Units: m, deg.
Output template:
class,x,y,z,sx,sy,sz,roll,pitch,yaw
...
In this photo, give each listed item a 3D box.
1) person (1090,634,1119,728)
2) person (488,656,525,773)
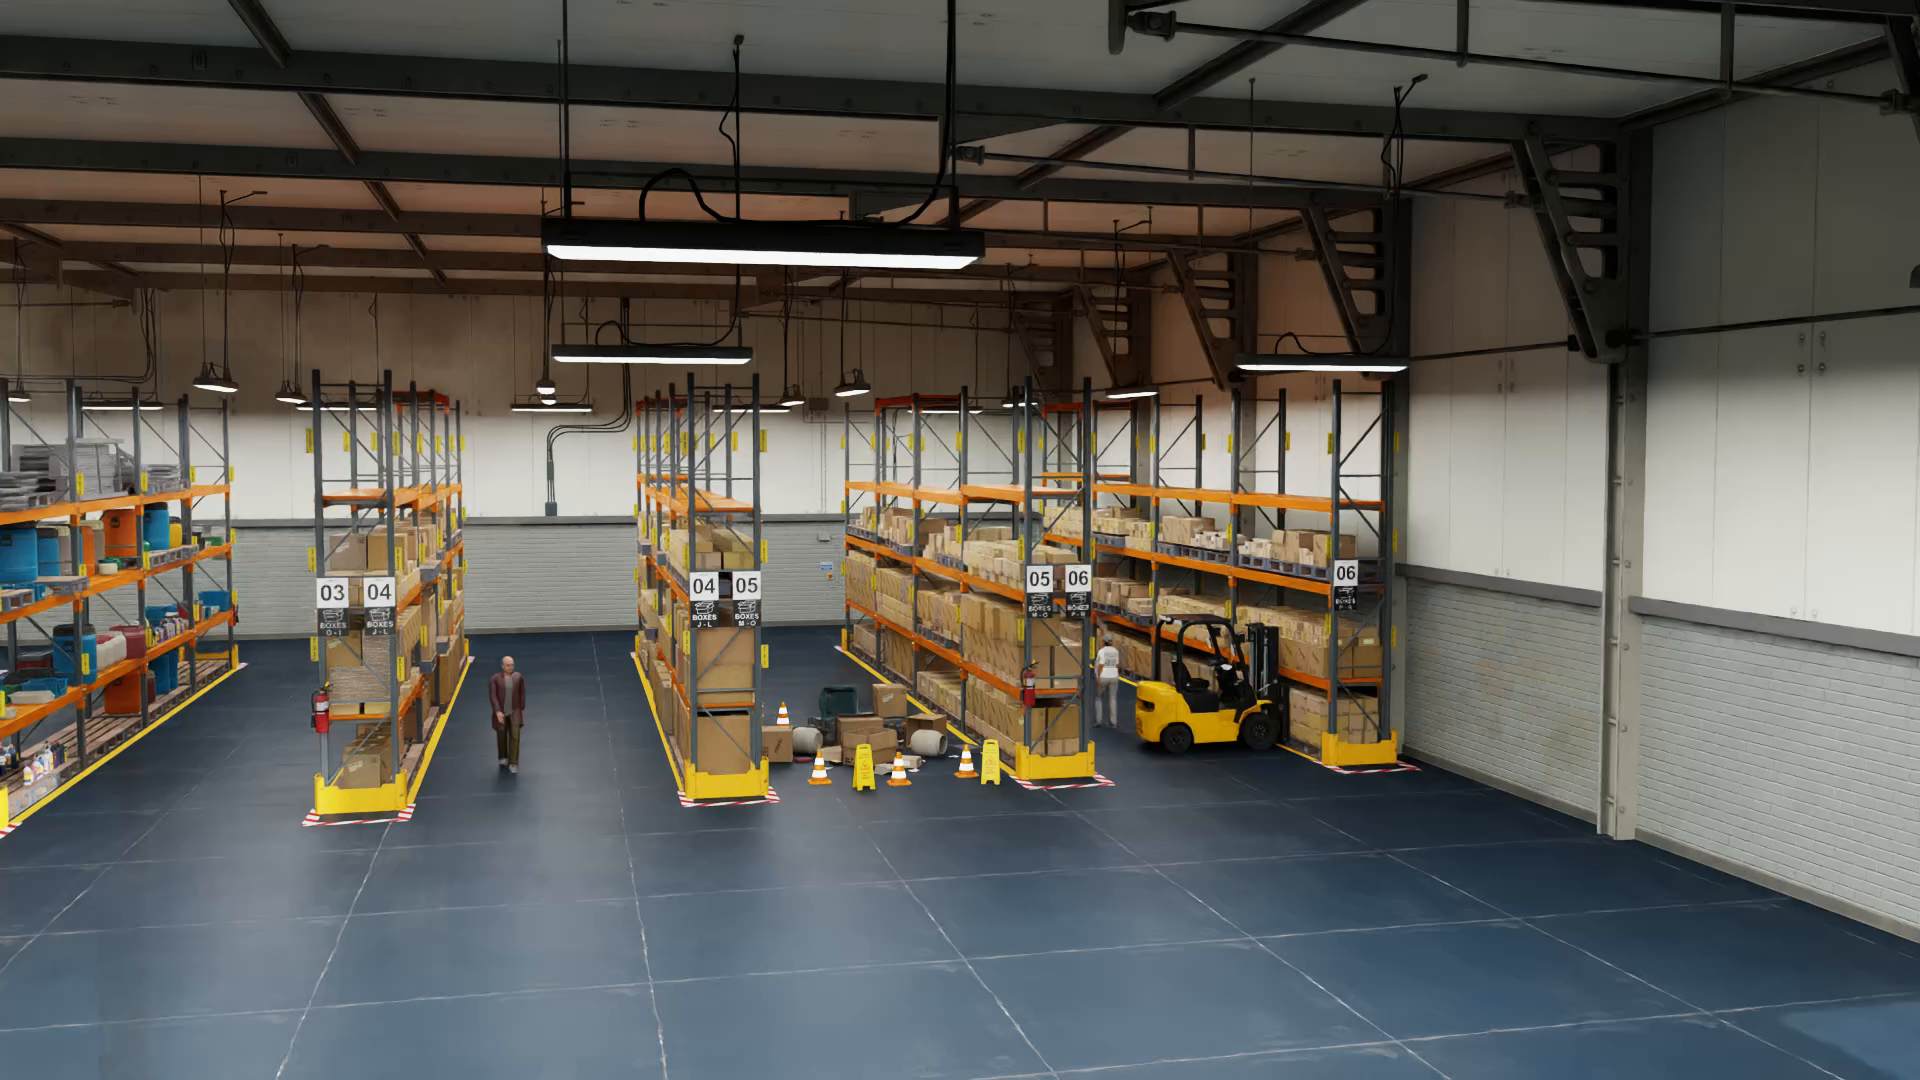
class,x,y,z,sx,sy,sz,roll,pitch,yaw
person,2.599,2.512,29.324,0.507,1.712,0.606,-1,3,-18
person,-6.932,2.652,25.511,0.562,1.730,1.037,-1,4,-23
